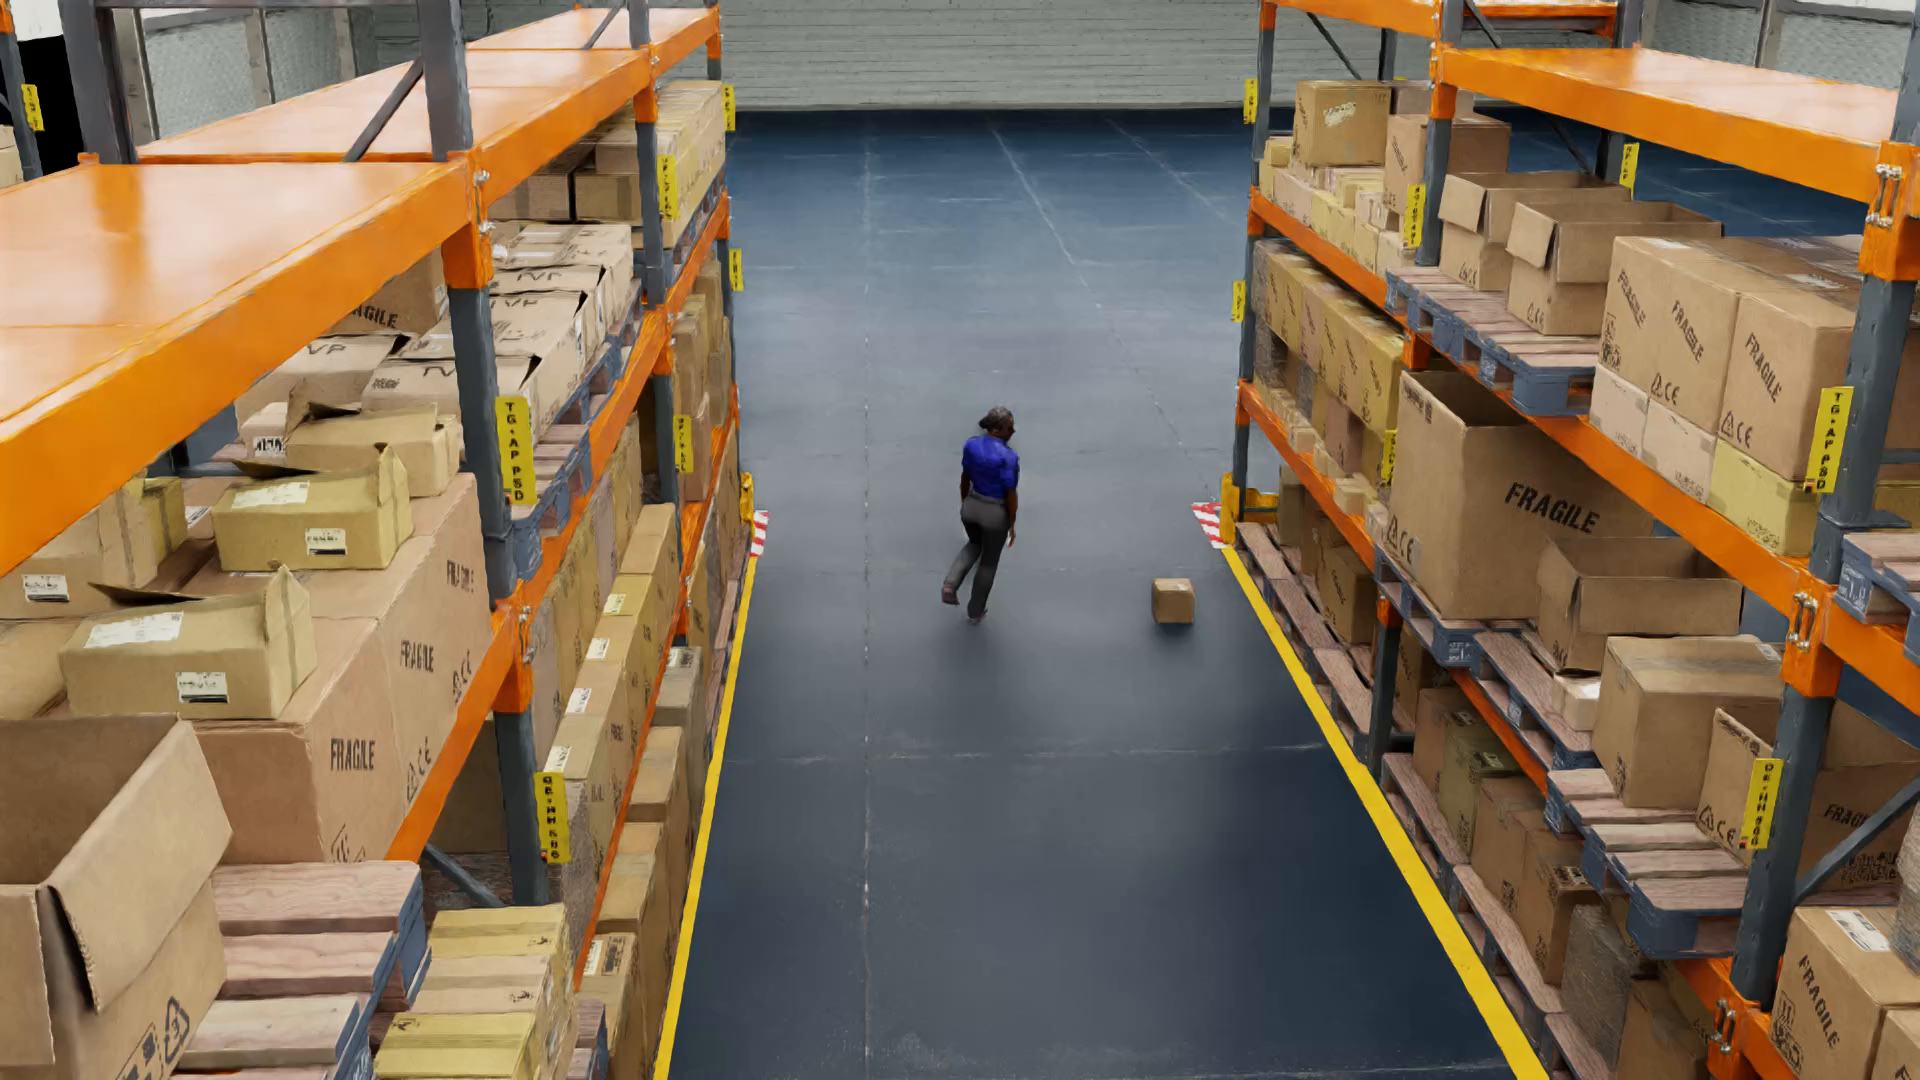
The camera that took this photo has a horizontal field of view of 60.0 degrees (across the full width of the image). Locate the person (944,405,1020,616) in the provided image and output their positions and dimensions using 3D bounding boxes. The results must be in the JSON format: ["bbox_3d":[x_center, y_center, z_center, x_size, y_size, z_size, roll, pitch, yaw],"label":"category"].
[{"bbox_3d":[0.207,-0.203,11.573,0.555,1.570,0.432,12,23,28],"label":"person"}]
